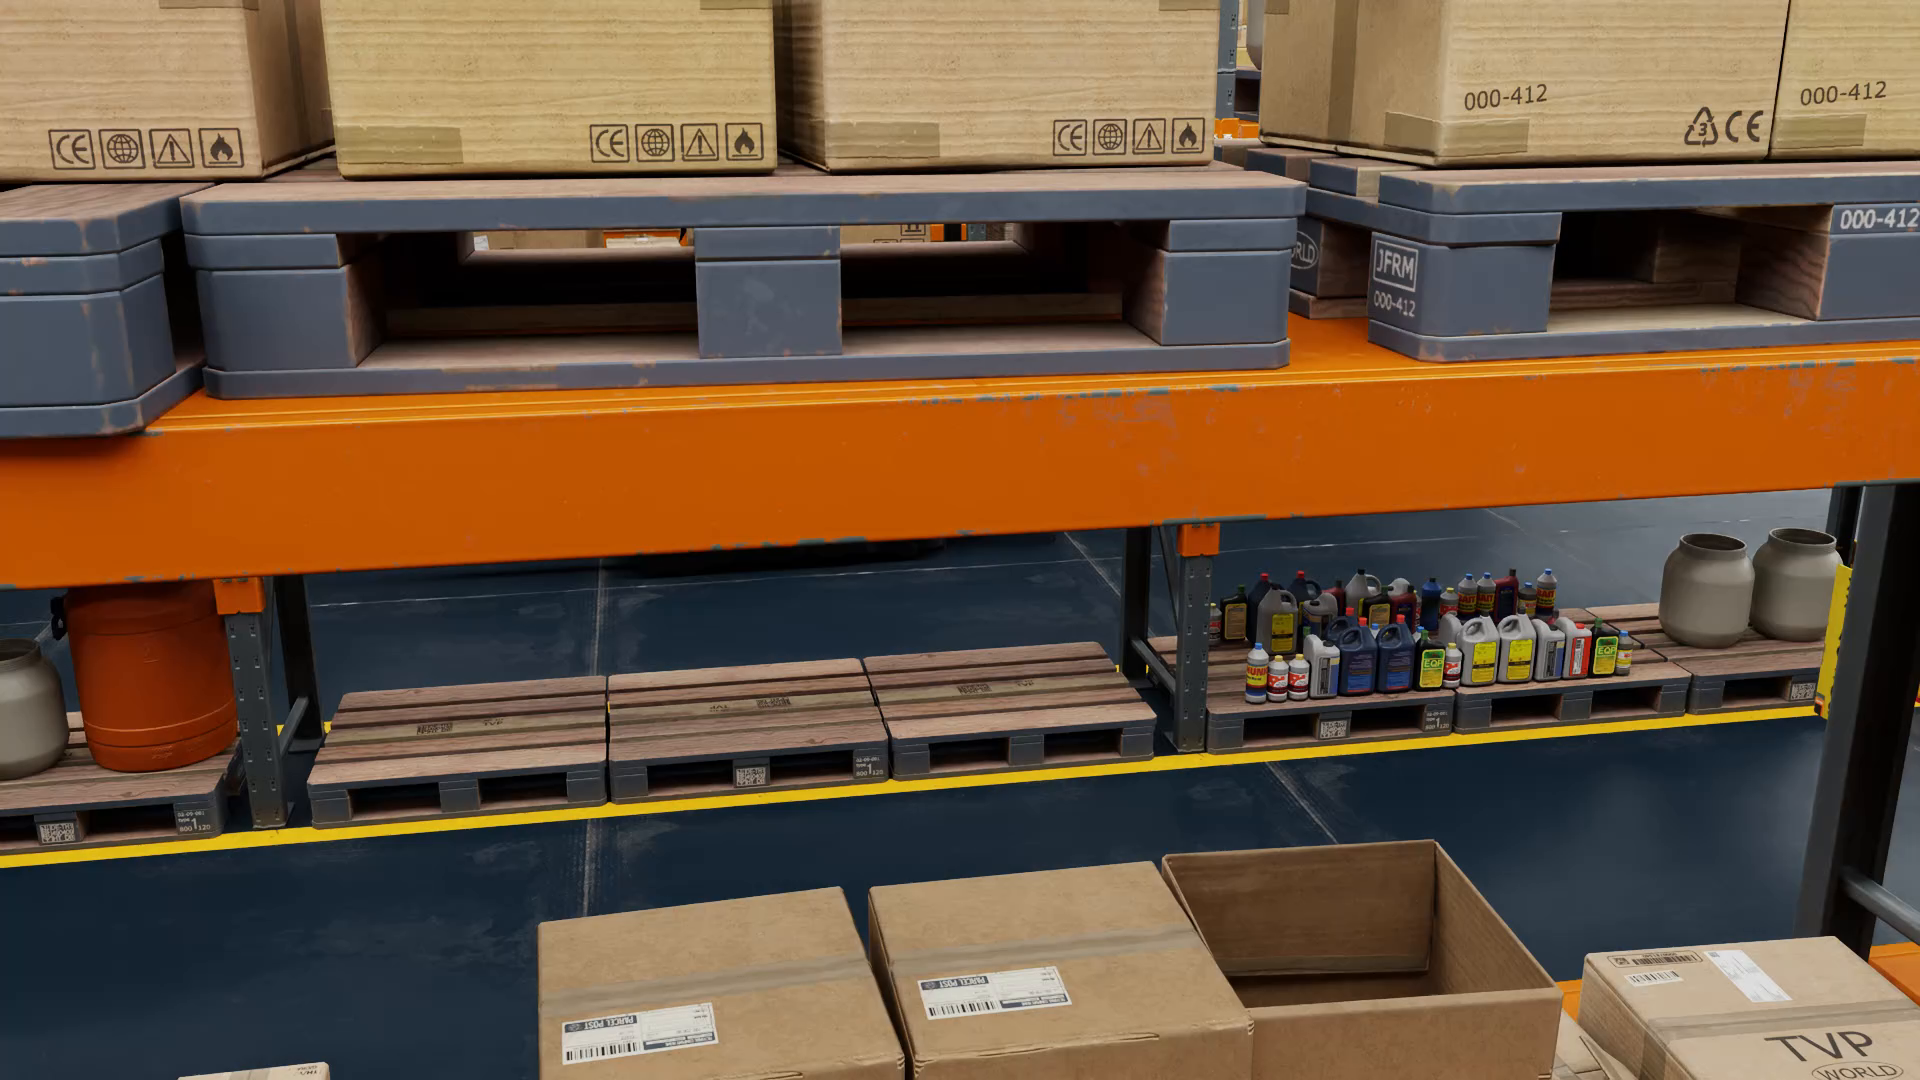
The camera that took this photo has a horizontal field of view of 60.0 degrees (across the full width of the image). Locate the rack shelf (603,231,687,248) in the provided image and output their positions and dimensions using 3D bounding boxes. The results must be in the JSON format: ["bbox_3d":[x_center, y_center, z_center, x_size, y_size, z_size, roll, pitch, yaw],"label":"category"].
[{"bbox_3d":[-2.778,-3.006,16.716,4.000,0.370,1.077,-3,17,-10],"label":"rack shelf"}]

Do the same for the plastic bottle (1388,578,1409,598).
[{"bbox_3d":[2.211,0.338,8.493,0.135,0.276,0.152,-3,17,-9],"label":"plastic bottle"}]

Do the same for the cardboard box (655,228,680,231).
[{"bbox_3d":[-2.766,-3.318,16.336,0.500,0.500,0.500,-3,17,-11],"label":"cardboard box"}]

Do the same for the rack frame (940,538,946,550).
[{"bbox_3d":[-0.137,-0.709,10.566,0.023,1.500,0.400,-3,17,-11],"label":"rack frame"}]

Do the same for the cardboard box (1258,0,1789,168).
[{"bbox_3d":[0.758,-0.670,2.316,0.500,0.250,0.500,-5,18,-16],"label":"cardboard box"}]

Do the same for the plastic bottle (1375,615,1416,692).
[{"bbox_3d":[2.024,0.522,7.767,0.185,0.351,0.144,-4,18,-13],"label":"plastic bottle"}]

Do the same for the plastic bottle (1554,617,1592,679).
[{"bbox_3d":[2.922,0.505,7.947,0.135,0.276,0.152,-3,17,-10],"label":"plastic bottle"}]

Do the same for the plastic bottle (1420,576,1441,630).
[{"bbox_3d":[2.422,0.320,8.559,0.097,0.271,0.097,0,17,0],"label":"plastic bottle"}]

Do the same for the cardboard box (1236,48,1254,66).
[{"bbox_3d":[2.043,-3.427,12.007,0.500,0.250,0.500,-4,17,-11],"label":"cardboard box"}]

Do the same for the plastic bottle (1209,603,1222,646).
[{"bbox_3d":[1.264,0.419,8.356,0.097,0.201,0.097,0,17,0],"label":"plastic bottle"}]

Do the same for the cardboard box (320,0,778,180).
[{"bbox_3d":[-0.514,-0.615,2.136,0.500,0.250,0.500,-4,17,-12],"label":"cardboard box"}]

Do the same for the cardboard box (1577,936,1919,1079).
[{"bbox_3d":[1.428,0.941,2.893,0.500,0.250,0.500,-2,17,-7],"label":"cardboard box"}]

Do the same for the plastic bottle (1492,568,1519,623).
[{"bbox_3d":[2.830,0.285,8.651,0.133,0.283,0.061,-3,17,-10],"label":"plastic bottle"}]

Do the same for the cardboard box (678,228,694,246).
[{"bbox_3d":[-1.657,-2.153,11.822,0.637,0.503,0.797,-1,17,-5],"label":"cardboard box"}]

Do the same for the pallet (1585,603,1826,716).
[{"bbox_3d":[4.030,0.573,8.586,1.213,0.211,1.003,-3,17,-10],"label":"pallet"}]

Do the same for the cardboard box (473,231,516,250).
[{"bbox_3d":[-3.377,-2.094,11.634,0.500,0.500,0.500,-5,18,-17],"label":"cardboard box"}]

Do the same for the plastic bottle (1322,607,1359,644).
[{"bbox_3d":[1.811,0.491,7.868,0.185,0.351,0.144,-3,17,-10],"label":"plastic bottle"}]

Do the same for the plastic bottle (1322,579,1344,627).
[{"bbox_3d":[1.886,0.339,8.476,0.133,0.283,0.061,-2,17,-7],"label":"plastic bottle"}]

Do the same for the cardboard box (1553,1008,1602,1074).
[{"bbox_3d":[0.995,0.940,3.069,0.250,0.149,0.380,-3,17,-10],"label":"cardboard box"}]

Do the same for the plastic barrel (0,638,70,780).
[{"bbox_3d":[-3.975,0.702,6.938,0.421,0.512,0.421,0,17,0],"label":"plastic barrel"}]

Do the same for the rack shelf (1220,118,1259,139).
[{"bbox_3d":[2.931,-1.800,7.679,4.000,0.370,1.077,-3,17,-10],"label":"rack shelf"}]

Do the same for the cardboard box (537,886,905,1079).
[{"bbox_3d":[-0.380,0.907,2.581,0.500,0.500,0.500,-4,18,-13],"label":"cardboard box"}]

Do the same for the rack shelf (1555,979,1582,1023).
[{"bbox_3d":[-0.060,1.285,2.744,4.000,0.370,1.077,-3,17,-10],"label":"rack shelf"}]

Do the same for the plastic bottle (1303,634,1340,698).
[{"bbox_3d":[1.676,0.576,7.717,0.135,0.276,0.152,-3,17,-8],"label":"plastic bottle"}]

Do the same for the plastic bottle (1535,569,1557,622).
[{"bbox_3d":[3.055,0.284,8.676,0.097,0.271,0.097,0,17,0],"label":"plastic bottle"}]

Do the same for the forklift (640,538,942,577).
[{"bbox_3d":[-1.682,-1.347,10.206,3.031,2.935,1.130,-3,17,-11],"label":"forklift"}]

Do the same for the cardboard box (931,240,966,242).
[{"bbox_3d":[-0.183,-2.662,17.272,0.875,0.875,0.875,-3,17,-10],"label":"cardboard box"}]

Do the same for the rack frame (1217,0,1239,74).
[{"bbox_3d":[0.967,-3.466,6.770,0.127,3.000,1.000,-3,17,-10],"label":"rack frame"}]

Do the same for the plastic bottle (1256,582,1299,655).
[{"bbox_3d":[1.572,0.380,8.227,0.185,0.351,0.144,-3,17,-10],"label":"plastic bottle"}]

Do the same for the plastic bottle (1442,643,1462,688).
[{"bbox_3d":[2.306,0.584,7.818,0.097,0.201,0.097,0,17,0],"label":"plastic bottle"}]

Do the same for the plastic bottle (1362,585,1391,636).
[{"bbox_3d":[2.095,0.370,8.375,0.133,0.283,0.061,-3,17,-10],"label":"plastic bottle"}]

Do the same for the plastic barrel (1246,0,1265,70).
[{"bbox_3d":[1.427,-2.254,7.026,0.421,0.512,0.421,0,17,0],"label":"plastic barrel"}]

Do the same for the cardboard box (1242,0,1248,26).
[{"bbox_3d":[2.446,-4.107,12.437,0.500,0.500,0.500,-3,17,-11],"label":"cardboard box"}]

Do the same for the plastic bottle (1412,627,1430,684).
[{"bbox_3d":[2.161,0.541,7.840,0.097,0.271,0.097,0,17,0],"label":"plastic bottle"}]

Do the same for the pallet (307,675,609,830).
[{"bbox_3d":[-2.192,0.925,7.439,1.213,0.211,1.003,-3,17,-10],"label":"pallet"}]

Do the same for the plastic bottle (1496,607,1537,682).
[{"bbox_3d":[2.624,0.488,7.877,0.185,0.351,0.144,-3,17,-8],"label":"plastic bottle"}]

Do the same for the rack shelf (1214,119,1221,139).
[{"bbox_3d":[-0.996,-1.577,6.954,4.000,0.370,1.077,-3,17,-10],"label":"rack shelf"}]

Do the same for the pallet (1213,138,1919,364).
[{"bbox_3d":[1.040,-0.460,2.417,1.217,0.209,0.805,-4,18,-13],"label":"pallet"}]

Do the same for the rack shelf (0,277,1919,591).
[{"bbox_3d":[-0.060,-0.149,2.304,4.000,0.370,1.077,-3,17,-10],"label":"rack shelf"}]

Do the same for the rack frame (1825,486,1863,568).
[{"bbox_3d":[4.895,-0.821,8.377,0.127,3.000,1.000,-3,17,-10],"label":"rack frame"}]

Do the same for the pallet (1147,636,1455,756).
[{"bbox_3d":[1.635,0.709,8.143,1.213,0.211,1.003,-3,17,-10],"label":"pallet"}]

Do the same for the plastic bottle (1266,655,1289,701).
[{"bbox_3d":[1.463,0.632,7.662,0.097,0.201,0.097,0,17,0],"label":"plastic bottle"}]

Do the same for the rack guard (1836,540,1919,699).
[{"bbox_3d":[4.829,0.392,8.686,0.348,0.500,1.175,-3,17,-10],"label":"rack guard"}]

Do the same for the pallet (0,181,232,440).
[{"bbox_3d":[-1.375,-0.355,2.070,1.003,0.211,1.213,-2,17,-8],"label":"pallet"}]

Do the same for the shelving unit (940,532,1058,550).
[{"bbox_3d":[0.222,-0.730,10.634,0.755,1.500,0.431,-3,17,-11],"label":"shelving unit"}]

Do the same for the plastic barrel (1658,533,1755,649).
[{"bbox_3d":[3.771,0.254,8.398,0.421,0.512,0.421,0,17,0],"label":"plastic barrel"}]

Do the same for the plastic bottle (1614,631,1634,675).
[{"bbox_3d":[3.175,0.535,7.978,0.097,0.201,0.097,0,17,0],"label":"plastic bottle"}]

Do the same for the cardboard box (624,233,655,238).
[{"bbox_3d":[-2.314,-2.111,12.088,0.258,0.266,0.396,-4,17,-12],"label":"cardboard box"}]

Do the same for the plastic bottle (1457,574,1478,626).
[{"bbox_3d":[2.621,0.309,8.596,0.097,0.271,0.097,0,17,0],"label":"plastic bottle"}]

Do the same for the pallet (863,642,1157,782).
[{"bbox_3d":[0.204,0.790,7.882,1.213,0.211,1.003,-3,17,-10],"label":"pallet"}]

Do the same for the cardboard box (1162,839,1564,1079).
[{"bbox_3d":[0.629,0.849,2.767,0.500,0.500,0.500,-2,17,-6],"label":"cardboard box"}]

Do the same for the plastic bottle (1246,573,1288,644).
[{"bbox_3d":[1.545,0.339,8.363,0.185,0.351,0.144,-4,17,-12],"label":"plastic bottle"}]
